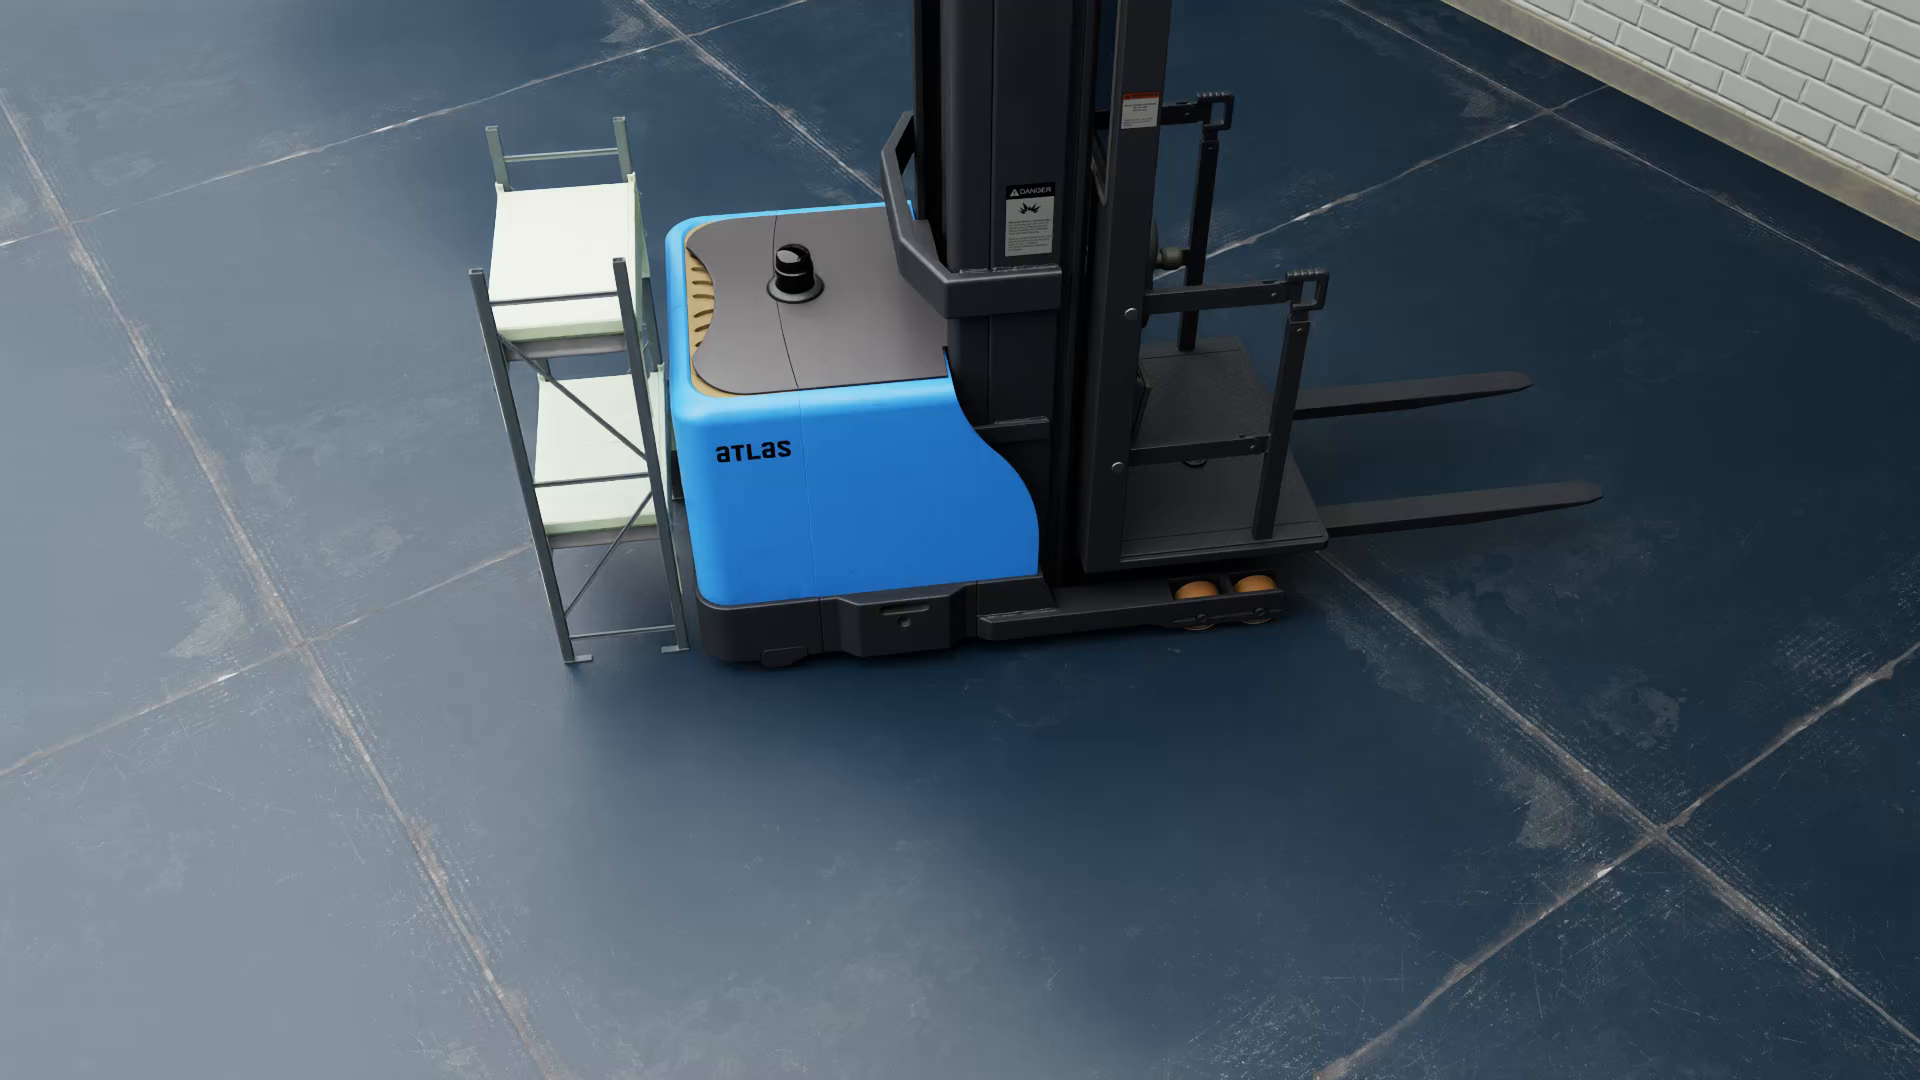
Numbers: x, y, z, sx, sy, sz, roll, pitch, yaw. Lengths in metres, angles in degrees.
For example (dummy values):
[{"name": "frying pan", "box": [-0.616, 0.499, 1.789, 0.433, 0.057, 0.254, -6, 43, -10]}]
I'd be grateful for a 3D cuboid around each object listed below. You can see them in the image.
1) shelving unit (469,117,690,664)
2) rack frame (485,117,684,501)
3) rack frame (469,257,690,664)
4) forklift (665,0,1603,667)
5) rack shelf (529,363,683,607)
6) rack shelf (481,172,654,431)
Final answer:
[{"name": "shelving unit", "box": [-1.126, -0.422, 5.106, 0.431, 1.500, 0.755, -6, 44, -6]}, {"name": "rack frame", "box": [-1.180, -0.672, 5.368, 0.400, 1.500, 0.023, -6, 44, -6]}, {"name": "rack frame", "box": [-1.073, -0.172, 4.844, 0.400, 1.500, 0.023, -6, 44, -6]}, {"name": "forklift", "box": [0.617, -1.122, 4.803, 3.031, 2.935, 1.130, -6, 44, -6]}, {"name": "rack shelf", "box": [-1.126, -0.186, 5.331, 0.431, 0.370, 0.720, -6, 44, -6]}, {"name": "rack shelf", "box": [-1.126, -0.704, 4.836, 0.431, 0.370, 0.720, -6, 44, -6]}]
